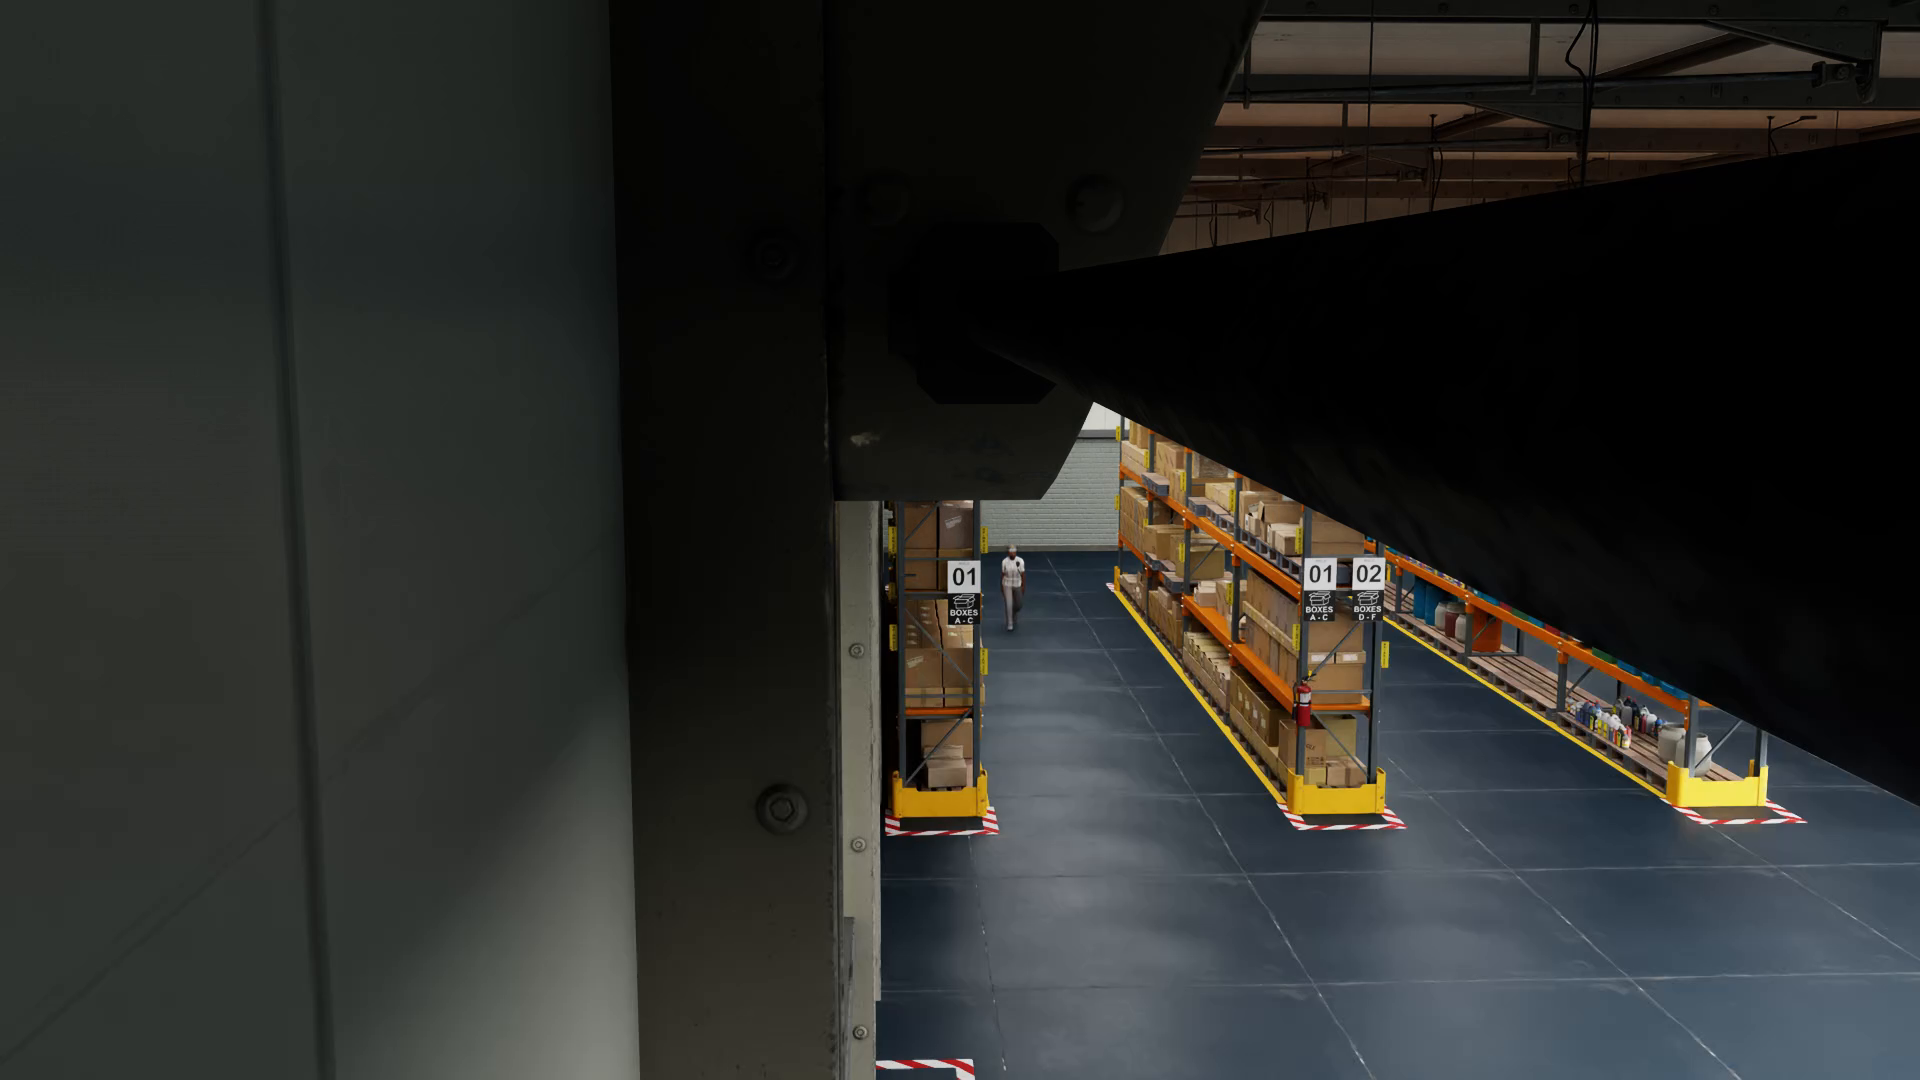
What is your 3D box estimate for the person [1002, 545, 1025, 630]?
[{"bbox_3d":[1.031,0.872,32.243,0.455,1.636,0.863,-1,8,-5],"label":"person"}]
